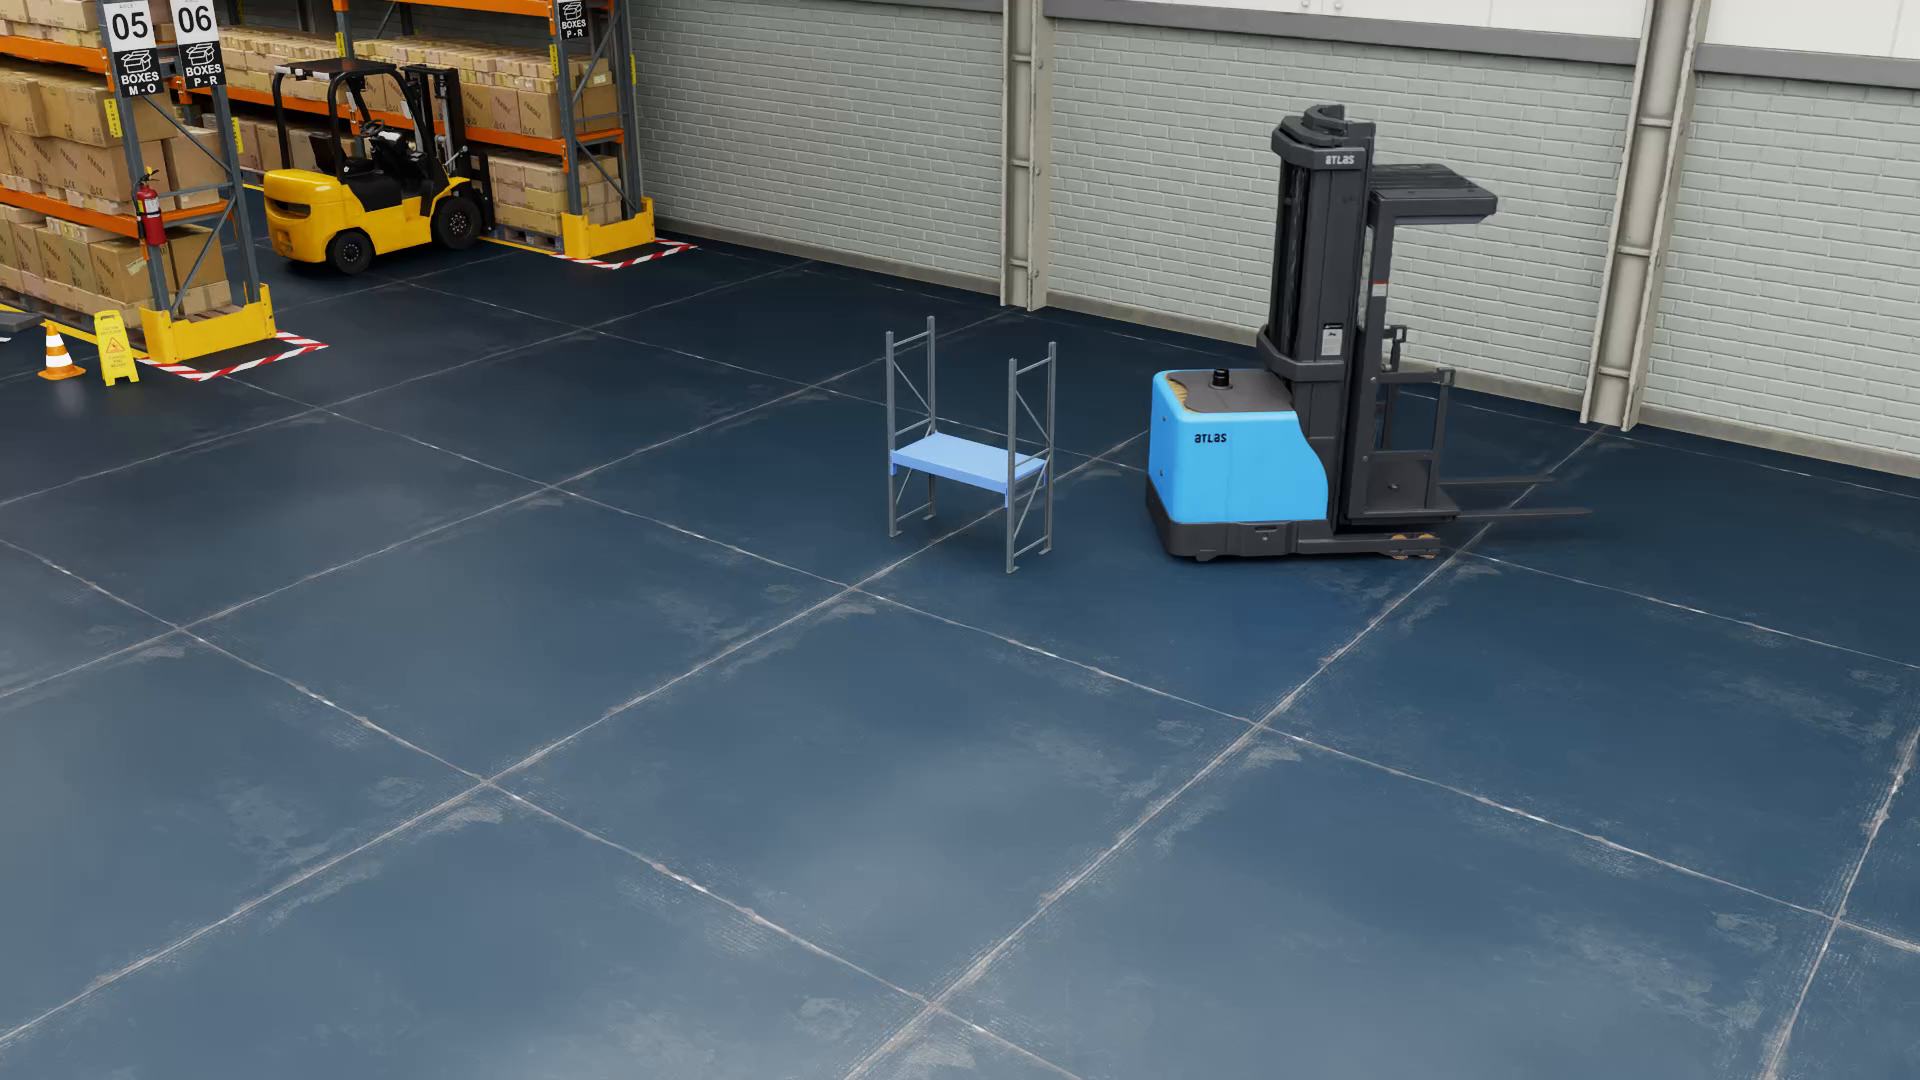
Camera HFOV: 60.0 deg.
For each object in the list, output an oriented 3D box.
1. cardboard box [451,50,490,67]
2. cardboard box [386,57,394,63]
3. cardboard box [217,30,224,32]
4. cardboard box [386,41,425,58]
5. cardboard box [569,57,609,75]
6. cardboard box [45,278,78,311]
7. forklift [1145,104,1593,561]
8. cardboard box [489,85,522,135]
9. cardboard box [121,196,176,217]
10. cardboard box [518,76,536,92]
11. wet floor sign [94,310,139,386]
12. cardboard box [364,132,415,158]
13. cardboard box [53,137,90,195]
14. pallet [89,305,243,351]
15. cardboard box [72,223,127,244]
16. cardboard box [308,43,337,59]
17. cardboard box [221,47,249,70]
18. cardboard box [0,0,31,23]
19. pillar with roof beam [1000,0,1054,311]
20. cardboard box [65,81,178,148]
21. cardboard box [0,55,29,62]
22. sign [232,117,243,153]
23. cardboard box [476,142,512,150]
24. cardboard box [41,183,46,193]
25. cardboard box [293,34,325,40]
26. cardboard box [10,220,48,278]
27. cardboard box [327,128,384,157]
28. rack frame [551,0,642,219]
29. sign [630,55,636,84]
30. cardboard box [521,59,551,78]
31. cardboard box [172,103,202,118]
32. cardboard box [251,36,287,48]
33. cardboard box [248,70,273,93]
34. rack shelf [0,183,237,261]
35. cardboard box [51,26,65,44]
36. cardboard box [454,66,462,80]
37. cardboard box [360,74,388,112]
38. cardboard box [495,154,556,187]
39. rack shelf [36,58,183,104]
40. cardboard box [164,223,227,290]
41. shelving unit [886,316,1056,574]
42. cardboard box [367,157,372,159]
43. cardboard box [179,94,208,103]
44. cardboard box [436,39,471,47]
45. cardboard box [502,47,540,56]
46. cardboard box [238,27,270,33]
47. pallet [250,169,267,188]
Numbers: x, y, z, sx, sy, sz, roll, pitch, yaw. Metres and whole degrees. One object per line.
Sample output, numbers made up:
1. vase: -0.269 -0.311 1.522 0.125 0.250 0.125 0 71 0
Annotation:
1. cardboard box: -5.764 -5.677 19.617 0.250 0.149 0.380 17 29 34
2. cardboard box: -6.790 -5.842 20.361 0.250 0.149 0.380 17 29 33
3. cardboard box: -10.229 -6.851 22.651 0.250 0.149 0.380 18 29 34
4. cardboard box: -6.771 -5.991 20.329 0.250 0.149 0.380 16 29 32
5. cardboard box: -4.261 -5.439 19.078 0.250 0.149 0.380 16 28 32
6. cardboard box: -8.734 -2.503 16.601 0.500 0.250 0.500 16 28 31
7. forklift: 2.899 -1.419 11.335 3.031 2.935 1.130 -2 24 -4
8. cardboard box: -5.081 -5.019 19.297 0.500 0.500 0.500 18 29 35
9. cardboard box: -7.522 -3.115 15.410 0.250 0.149 0.380 18 29 35
10. cardboard box: -4.788 -5.199 18.900 0.250 0.149 0.380 17 29 34
11. wet floor sign: -7.584 -1.740 14.898 0.267 0.644 0.232 -15 28 -30
12. cardboard box: -7.122 -4.951 20.916 0.500 0.250 0.500 16 29 33
13. cardboard box: -8.091 -3.555 15.605 0.500 0.500 0.500 17 29 33
14. pallet: -7.784 -2.158 16.387 1.213 0.211 1.003 17 29 33
15. cardboard box: -8.226 -2.959 15.900 0.250 0.149 0.380 18 29 35
16. cardboard box: -8.109 -6.264 21.318 0.250 0.149 0.380 17 29 33
17. cardboard box: -9.505 -6.465 22.269 0.500 0.250 0.500 16 28 32
18. cardboard box: -8.485 -4.931 15.318 0.500 0.250 0.500 18 29 35
19. pillar with roof beam: -1.917 -5.175 12.335 0.400 9.000 9.100 17 29 33
20. cardboard box: -7.634 -3.901 15.150 0.500 0.500 0.700 16 28 32
21. cardboard box: -9.677 -4.508 16.528 0.500 0.500 0.700 17 29 34
22. sign: -6.769 -3.779 15.534 0.005 0.325 0.100 17 29 33
23. cardboard box: -5.593 -4.749 20.458 0.500 0.250 0.500 16 28 32
24. cardboard box: -8.733 -3.491 16.263 0.250 0.149 0.380 17 29 33
25. cardboard box: -8.665 -6.658 22.213 0.250 0.149 0.380 17 29 34
26. cardboard box: -9.135 -2.971 16.732 0.500 0.500 0.500 19 30 36
27. cardboard box: -7.745 -5.006 21.815 0.625 0.625 0.875 18 30 36
28. rack frame: -4.120 -4.811 18.948 0.127 3.000 1.000 17 29 33
29. sign: -3.782 -5.421 19.160 0.005 0.325 0.100 17 29 33
30. cardboard box: -4.749 -5.357 18.892 0.250 0.149 0.380 17 29 33
31. cardboard box: -11.069 -6.128 23.713 0.250 0.149 0.380 15 28 31
32. cardboard box: -9.138 -6.575 22.024 0.250 0.149 0.380 17 29 33
33. cardboard box: -9.083 -6.119 22.103 0.500 0.250 0.500 18 29 35
34. rack shelf: -8.694 -3.363 16.554 4.000 0.370 1.077 17 29 33
35. cardboard box: -7.958 -4.587 15.031 0.250 0.149 0.380 18 29 35
36. cardboard box: -5.752 -5.538 19.671 0.250 0.149 0.380 17 29 33
37. cardboard box: -7.122 -5.632 20.688 0.500 0.500 0.500 16 28 32
38. cardboard box: -5.088 -4.334 19.516 0.500 0.250 0.500 17 29 34
39. rack shelf: -12.122 -6.899 24.581 4.000 0.370 1.077 17 29 33
40. cardboard box: -7.593 -2.775 16.287 0.500 0.500 0.500 16 28 32
41. shelving unit: 0.068 -0.666 11.401 1.048 1.500 0.538 17 29 33
42. cardboard box: -7.119 -4.724 21.020 0.500 0.250 0.500 17 29 33
43. cardboard box: -11.196 -6.424 24.385 0.250 0.149 0.380 17 29 34
44. cardboard box: -6.251 -6.103 20.583 0.250 0.149 0.380 16 28 32
45. cardboard box: -5.236 -5.788 19.870 0.250 0.149 0.380 16 28 32
46. cardboard box: -9.693 -6.965 22.909 0.250 0.149 0.380 17 29 33
47. pallet: -8.914 -4.962 22.750 1.213 0.211 1.003 17 29 33
